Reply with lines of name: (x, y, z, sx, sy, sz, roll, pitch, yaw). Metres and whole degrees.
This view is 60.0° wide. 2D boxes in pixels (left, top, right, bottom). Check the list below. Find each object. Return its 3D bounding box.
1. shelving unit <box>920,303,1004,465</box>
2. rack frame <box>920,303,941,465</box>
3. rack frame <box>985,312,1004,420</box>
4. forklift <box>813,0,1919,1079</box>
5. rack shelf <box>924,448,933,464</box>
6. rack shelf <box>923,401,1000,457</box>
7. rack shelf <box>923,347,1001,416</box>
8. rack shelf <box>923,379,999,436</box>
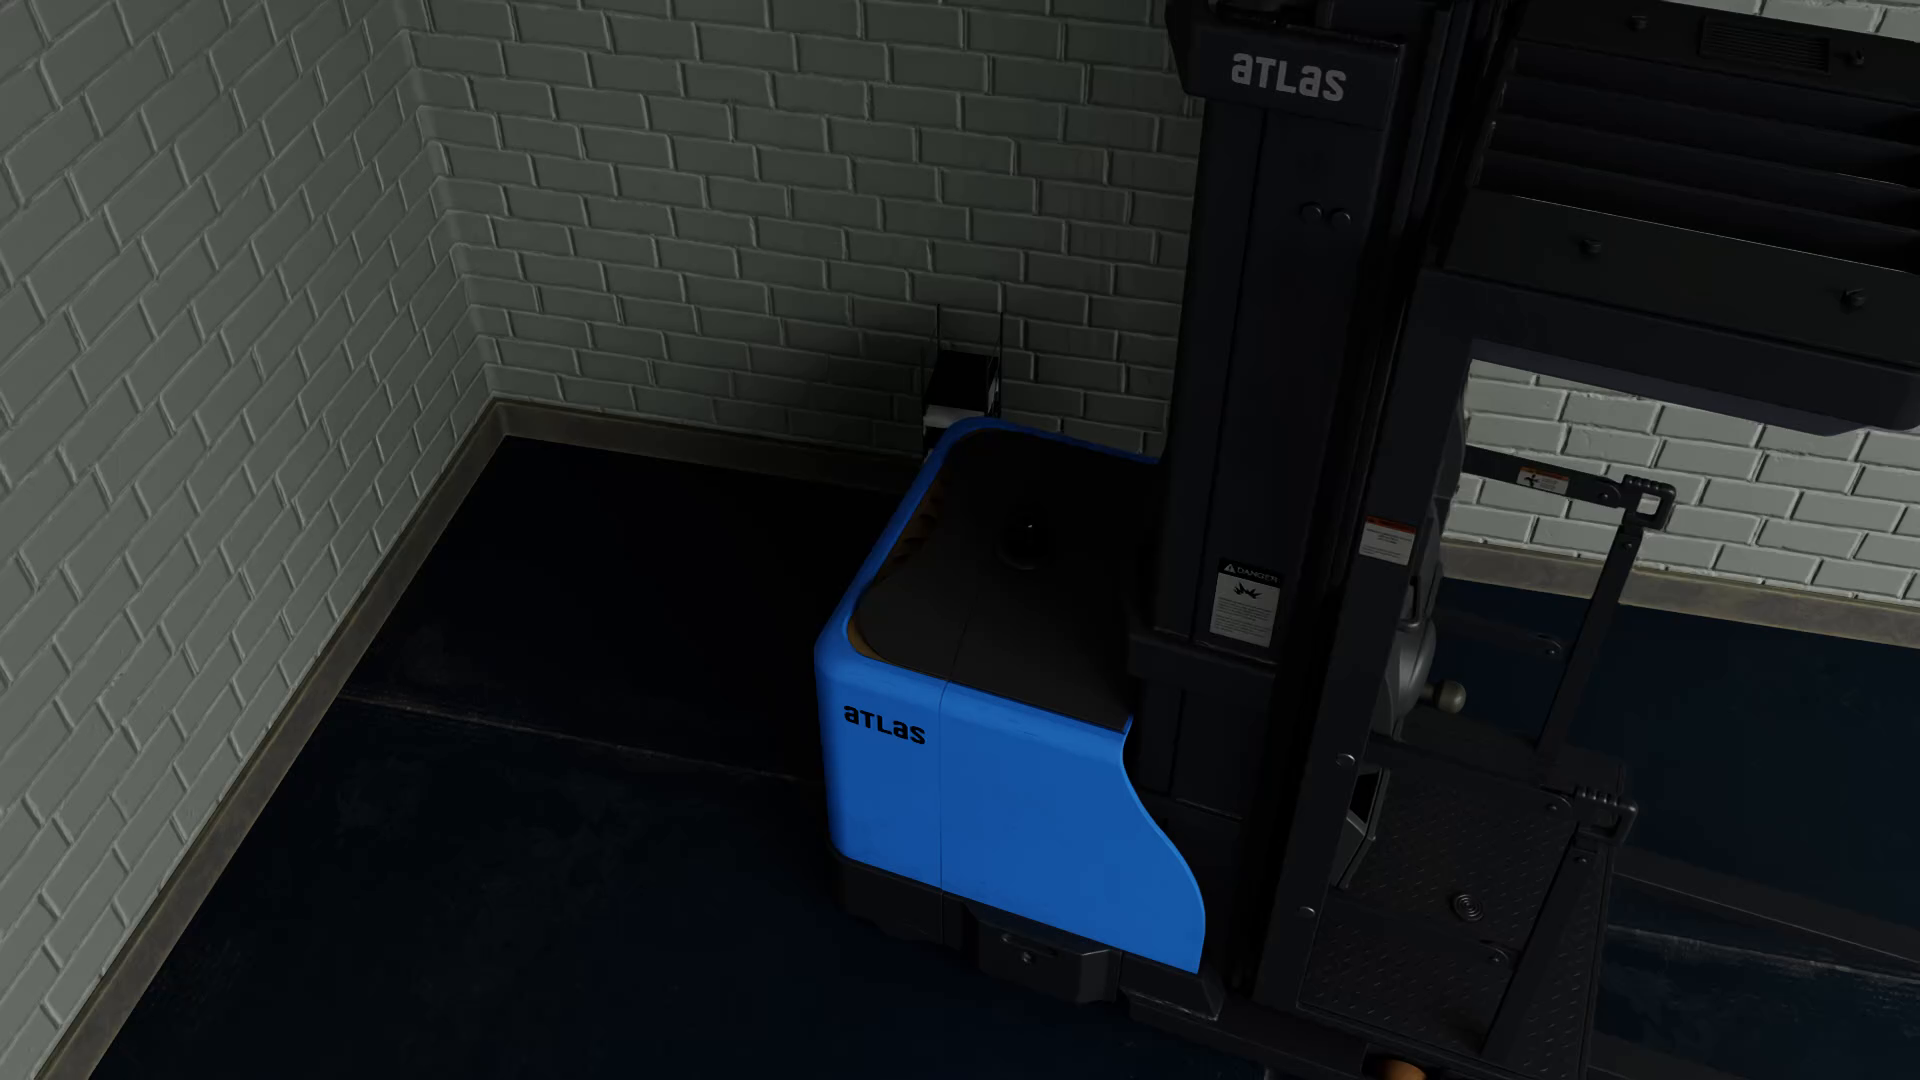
shelving unit: (0.008, -0.323, 5.437, 0.210, 0.900, 0.258, 9, 45, 9)
rack frame: (-0.091, -0.338, 5.453, 0.006, 0.900, 0.240, 9, 45, 9)
rack frame: (0.107, -0.308, 5.421, 0.006, 0.900, 0.240, 9, 45, 9)
forklift: (1.203, 0.042, 3.593, 3.031, 2.935, 1.130, 15, 46, 15)
rack shelf: (0.008, -0.299, 5.460, 0.200, 0.077, 0.258, 9, 45, 9)
rack shelf: (0.008, -0.364, 5.397, 0.200, 0.077, 0.258, 9, 45, 9)
rack shelf: (0.008, -0.493, 5.273, 0.200, 0.077, 0.258, 9, 45, 9)
rack shelf: (0.008, -0.429, 5.335, 0.200, 0.077, 0.258, 9, 45, 9)
